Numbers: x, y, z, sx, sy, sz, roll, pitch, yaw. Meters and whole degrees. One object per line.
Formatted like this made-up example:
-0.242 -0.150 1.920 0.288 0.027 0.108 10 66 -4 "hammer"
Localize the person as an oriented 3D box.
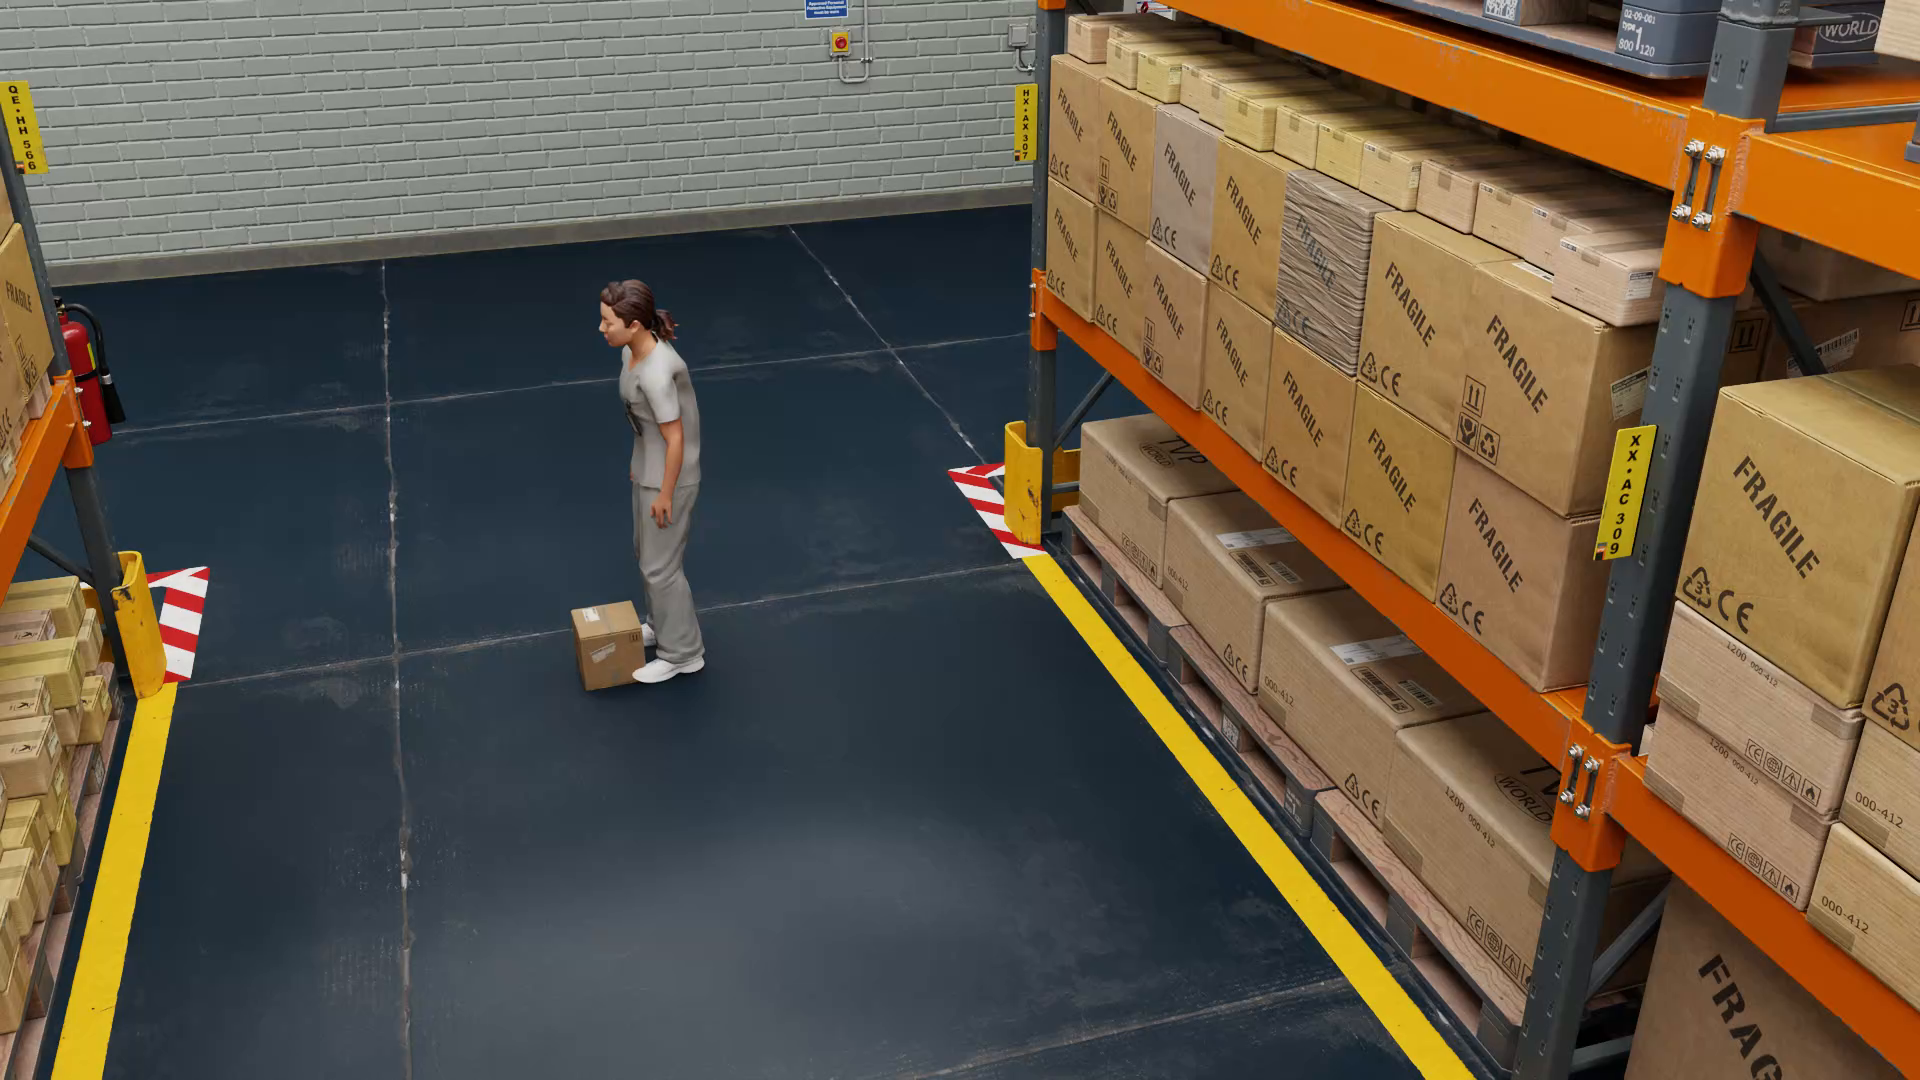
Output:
-1.214 -0.242 6.604 0.369 1.671 0.507 -10 28 -19 "person"
